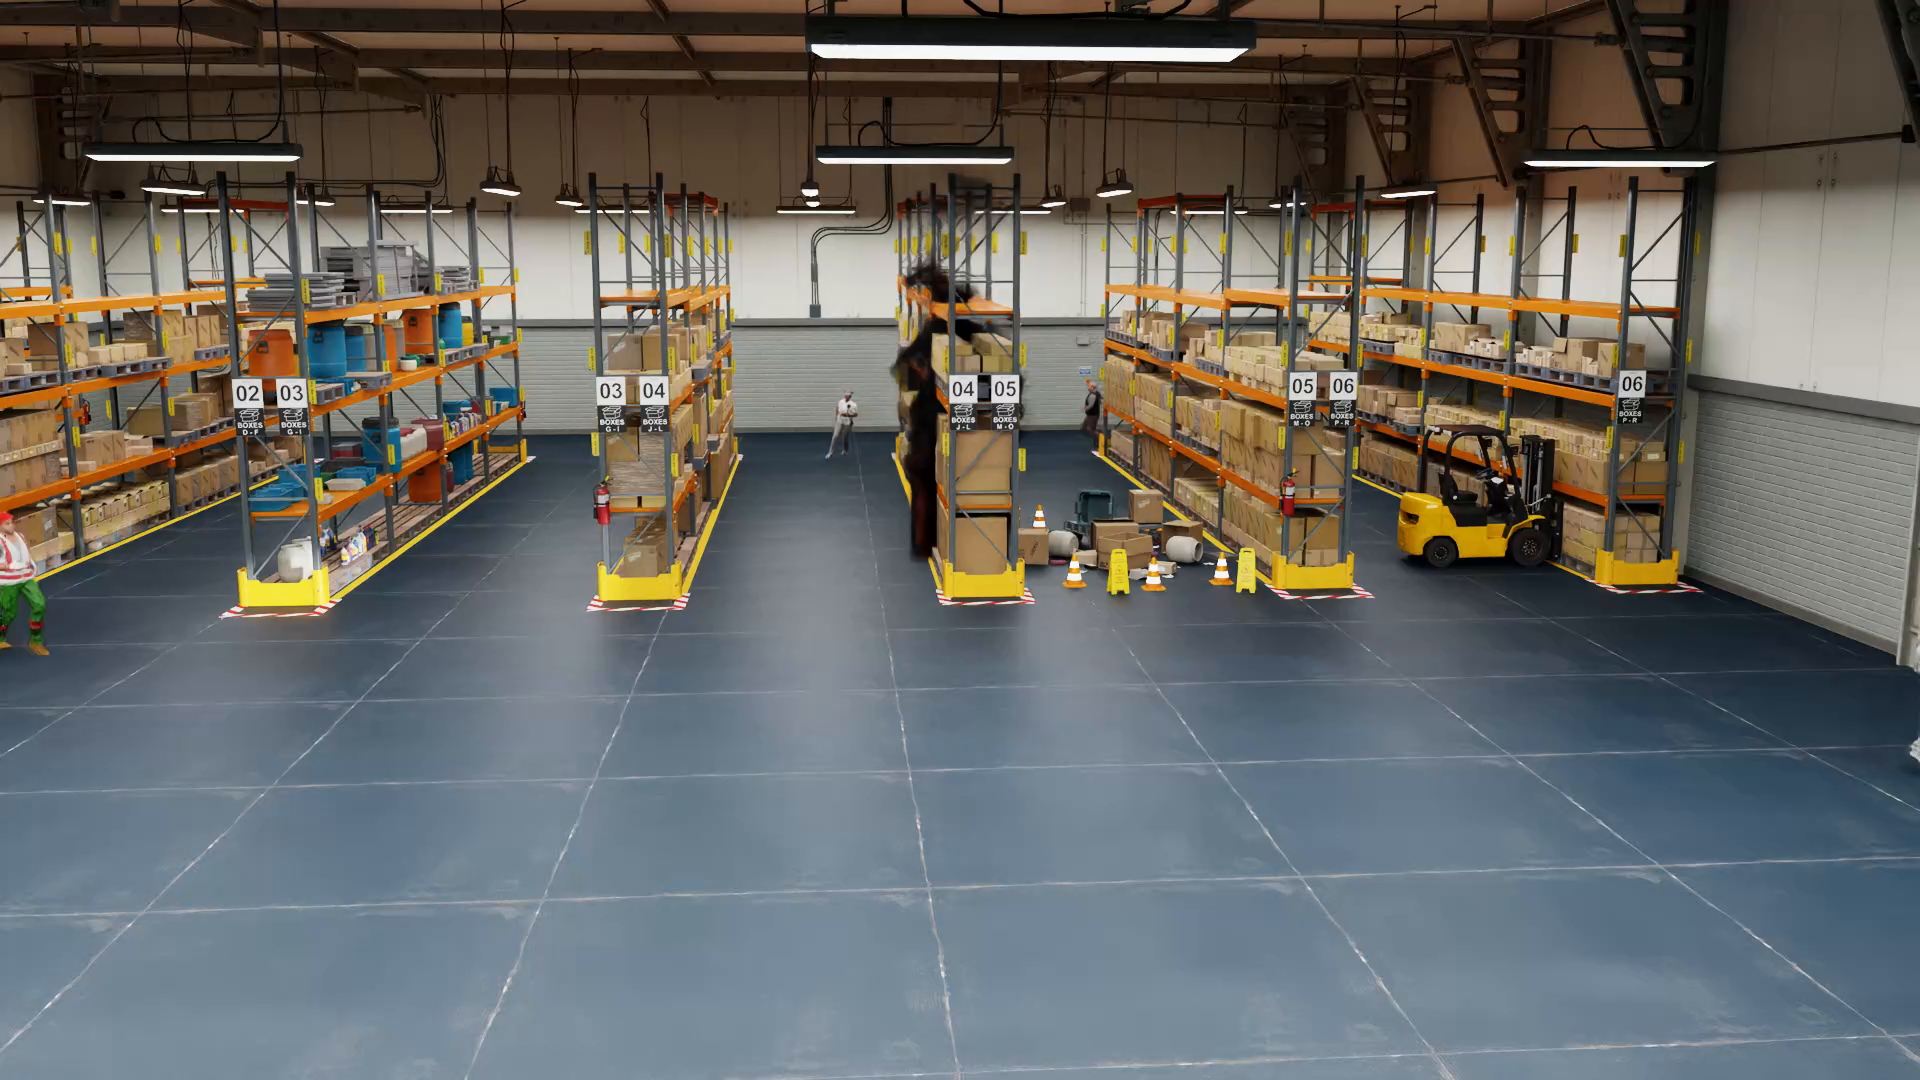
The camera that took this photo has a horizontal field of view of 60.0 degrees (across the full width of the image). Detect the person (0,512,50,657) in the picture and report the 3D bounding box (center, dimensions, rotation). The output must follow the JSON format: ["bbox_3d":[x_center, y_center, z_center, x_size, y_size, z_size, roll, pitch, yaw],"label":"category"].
[{"bbox_3d":[-11.675,0.549,20.563,0.792,1.818,0.669,5,11,26],"label":"person"}]

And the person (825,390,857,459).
[{"bbox_3d":[-2.738,-2.771,39.430,0.678,1.608,0.990,3,10,16],"label":"person"}]

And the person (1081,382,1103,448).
[{"bbox_3d":[3.301,-3.121,41.525,0.582,1.673,0.687,1,10,7],"label":"person"}]

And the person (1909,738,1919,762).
[{"bbox_3d":[9.422,1.423,15.598,0.590,1.815,0.896,-7,12,-36],"label":"person"}]
